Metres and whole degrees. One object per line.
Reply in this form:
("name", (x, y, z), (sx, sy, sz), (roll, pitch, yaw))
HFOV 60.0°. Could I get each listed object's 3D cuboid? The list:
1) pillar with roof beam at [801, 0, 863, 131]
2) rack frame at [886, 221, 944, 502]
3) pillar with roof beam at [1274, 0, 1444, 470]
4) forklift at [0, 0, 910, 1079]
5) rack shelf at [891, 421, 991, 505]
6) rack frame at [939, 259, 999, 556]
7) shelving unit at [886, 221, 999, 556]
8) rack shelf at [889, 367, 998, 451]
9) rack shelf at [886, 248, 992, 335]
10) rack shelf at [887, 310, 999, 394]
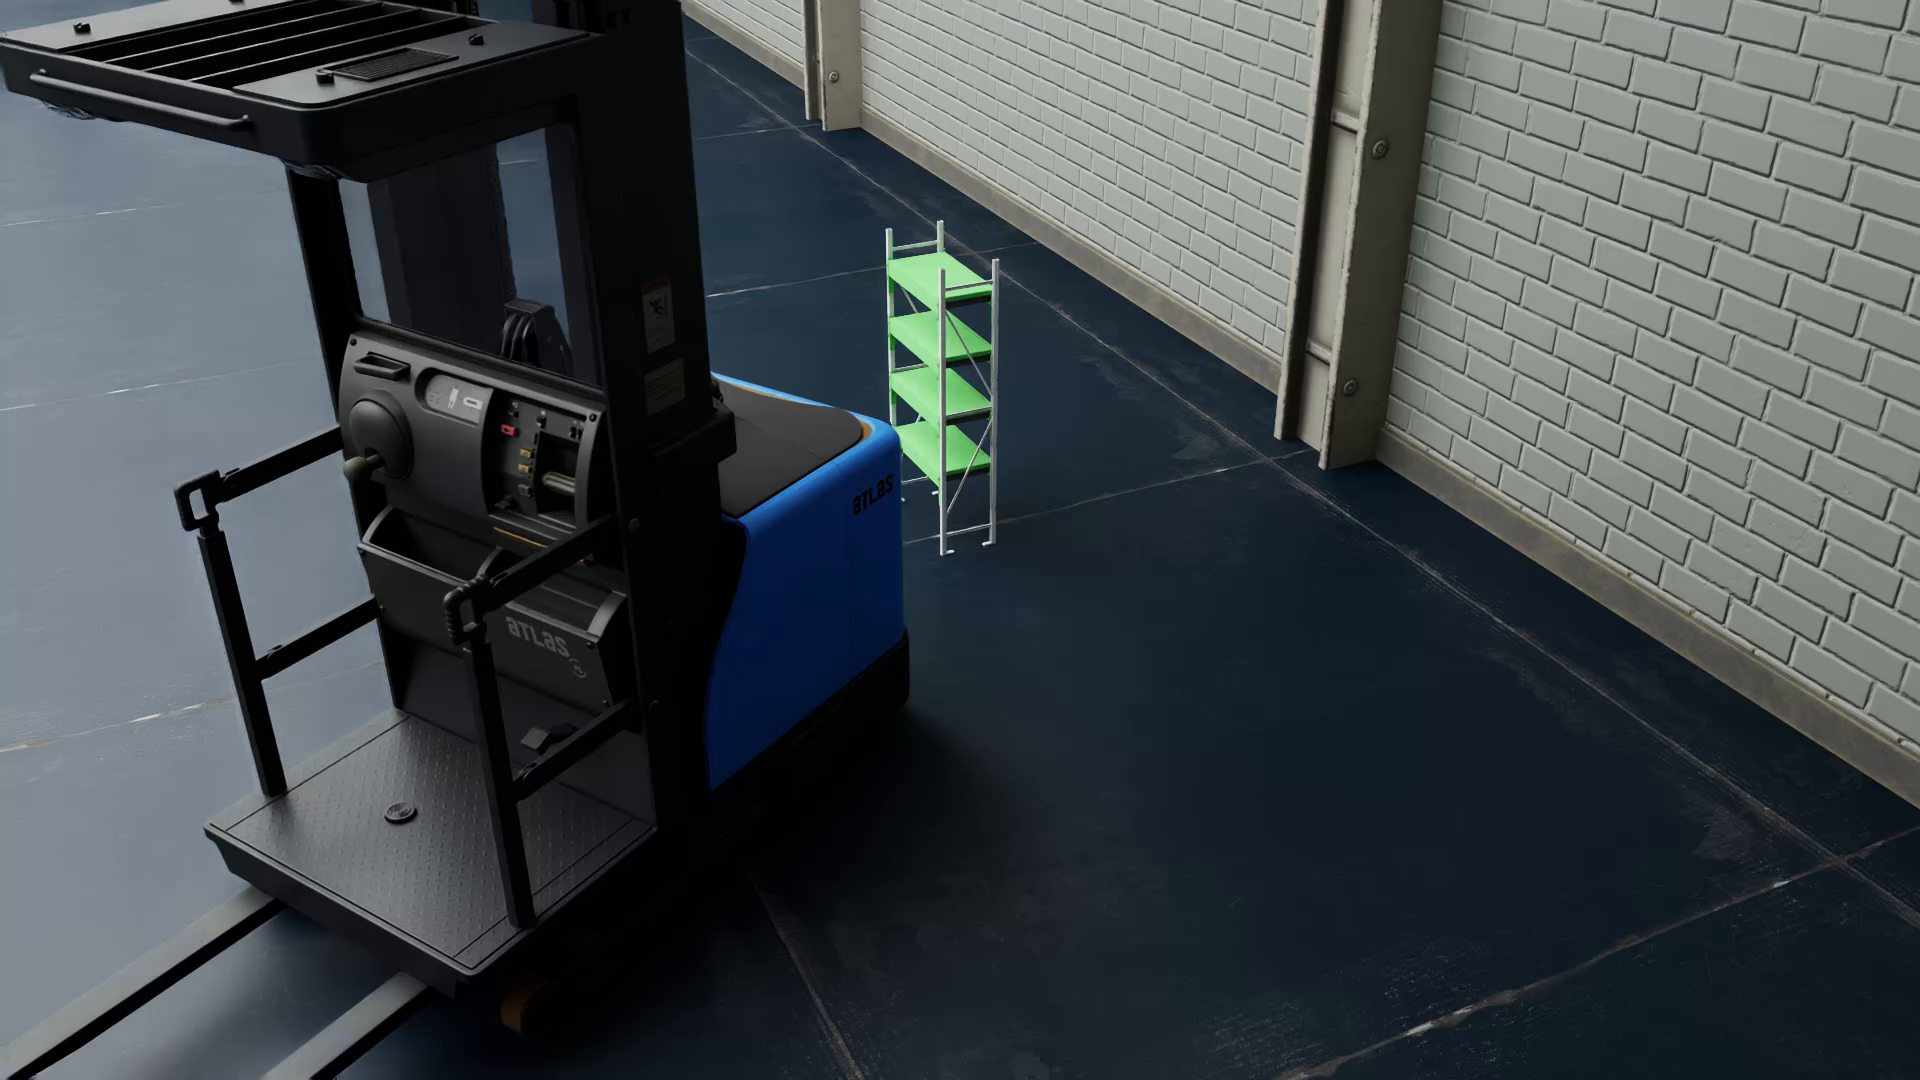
("pillar with roof beam", (-4.808, -6.096, 8.421), (9.100, 9.000, 0.400), (-13, 32, -22))
("rack frame", (-0.176, -0.704, 6.779), (0.240, 1.200, 0.015), (-13, 32, -22))
("pillar with roof beam", (-2.232, -3.446, 3.694), (9.100, 9.000, 0.400), (-13, 32, -22))
("forklift", (-1.395, -0.228, 4.159), (1.130, 2.935, 3.031), (18, 34, 28))
("rack shelf", (-0.071, -0.331, 6.736), (0.258, 0.148, 0.480), (-13, 32, -22))
("rack frame", (0.034, -0.489, 6.395), (0.240, 1.200, 0.015), (-13, 32, -22))
("shelving unit", (-0.071, -0.596, 6.587), (0.258, 1.200, 0.503), (-13, 32, -22))
("rack shelf", (-0.071, -0.541, 6.618), (0.258, 0.148, 0.480), (-13, 32, -22))
("rack shelf", (-0.071, -0.959, 6.383), (0.258, 0.148, 0.480), (-13, 32, -22))
("rack shelf", (-0.071, -0.750, 6.501), (0.258, 0.148, 0.480), (-13, 32, -22))
